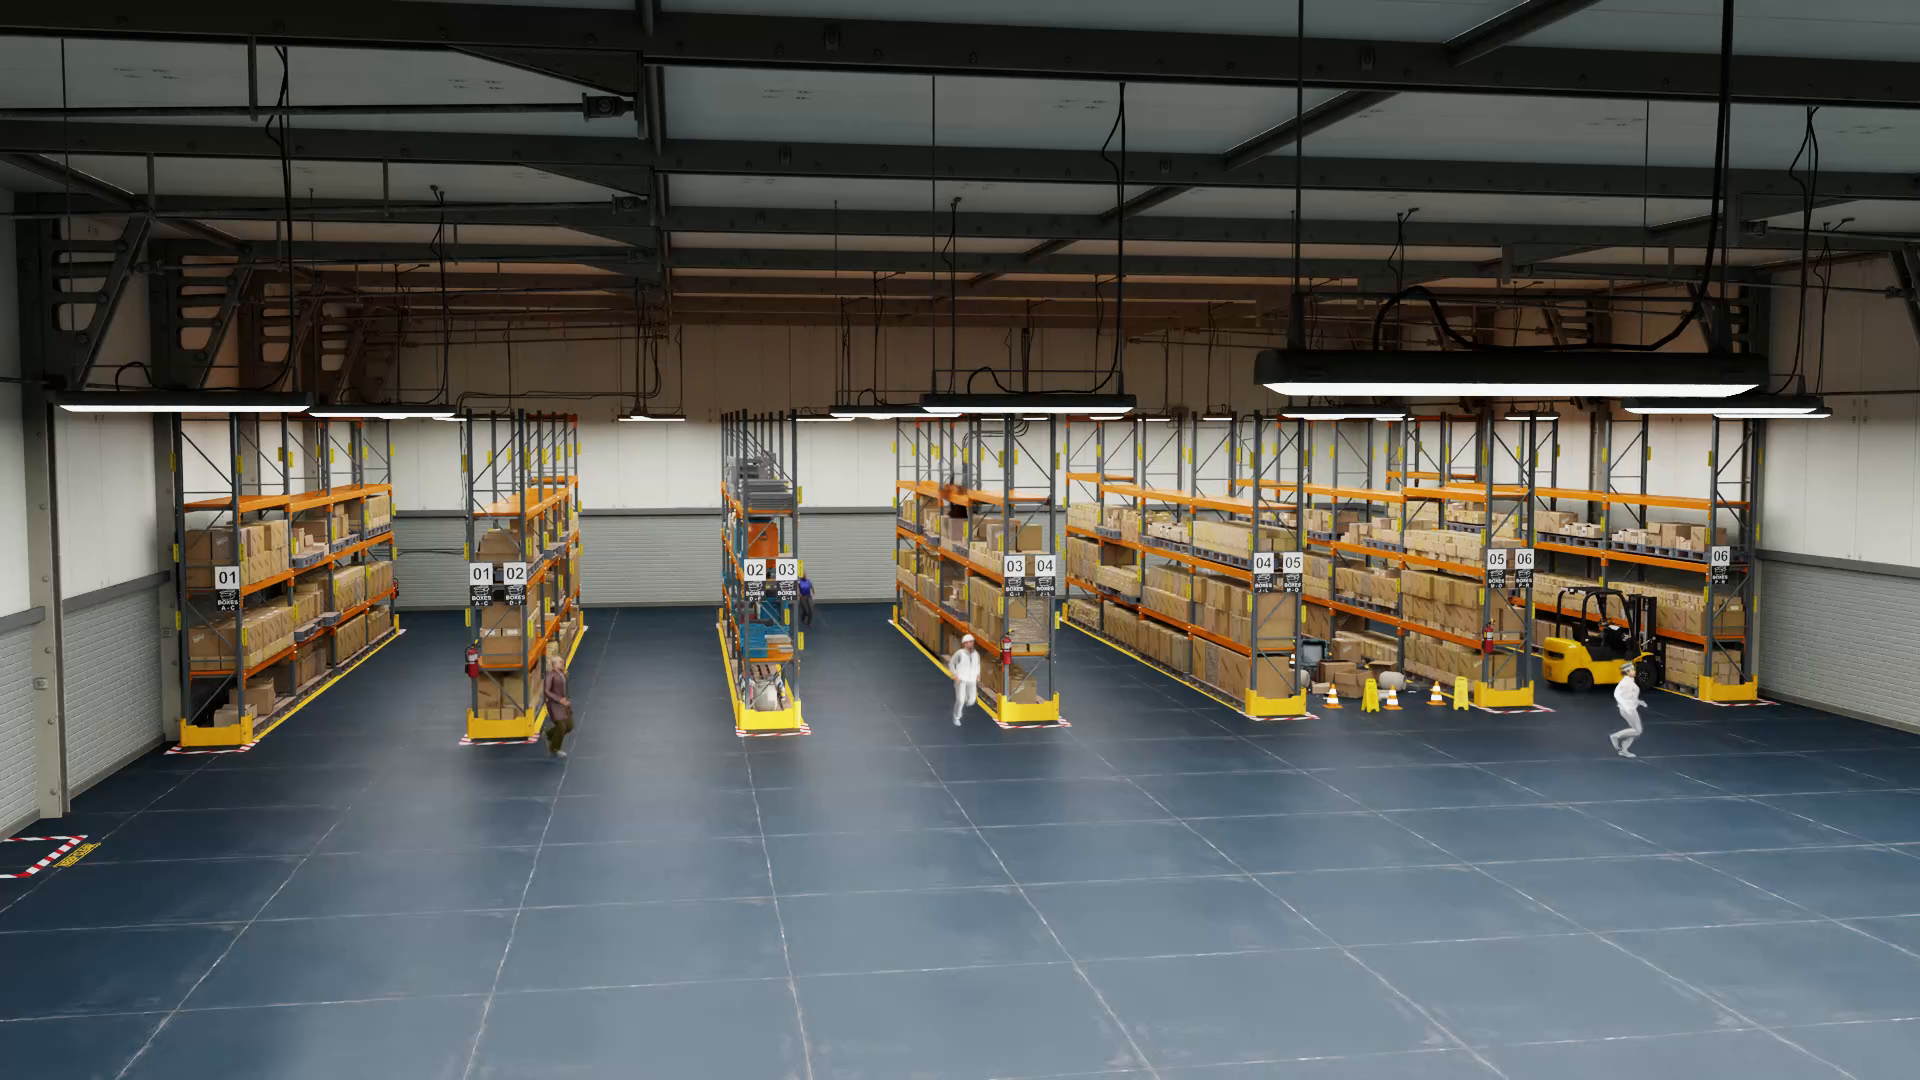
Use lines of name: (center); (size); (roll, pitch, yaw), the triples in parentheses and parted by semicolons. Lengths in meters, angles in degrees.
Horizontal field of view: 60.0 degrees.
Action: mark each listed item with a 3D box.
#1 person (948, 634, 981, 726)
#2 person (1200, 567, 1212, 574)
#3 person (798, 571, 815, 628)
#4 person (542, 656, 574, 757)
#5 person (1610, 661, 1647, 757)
person: (0.114, 2.667, 31.779); (0.703, 1.727, 0.542); (-2, 4, -24)
person: (7.480, 1.336, 50.669); (0.557, 1.721, 0.732); (0, 4, -5)
person: (-4.351, 1.675, 46.738); (0.599, 1.604, 0.595); (-3, 5, -33)
person: (-6.940, 2.861, 28.653); (0.660, 1.738, 0.751); (1, 4, 15)
person: (11.500, 2.909, 28.584); (0.547, 1.656, 0.618); (3, 5, 33)
